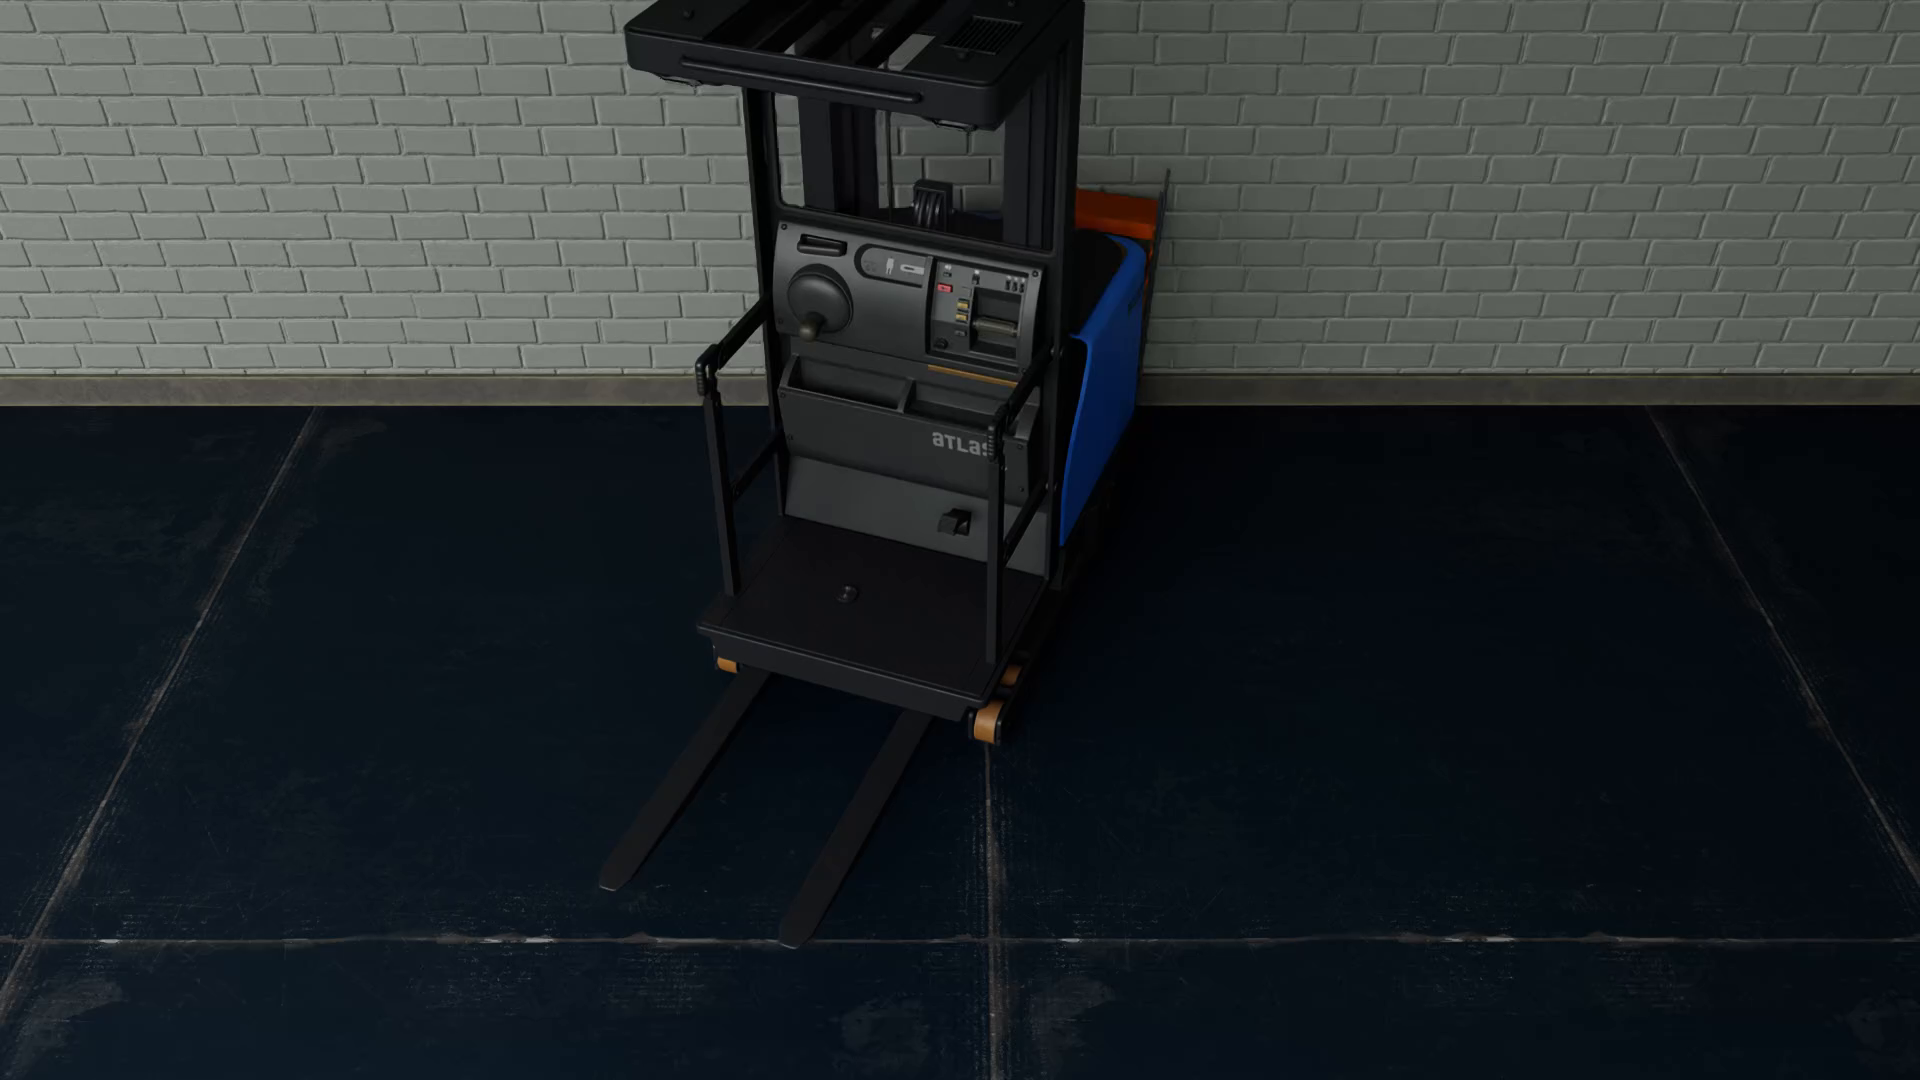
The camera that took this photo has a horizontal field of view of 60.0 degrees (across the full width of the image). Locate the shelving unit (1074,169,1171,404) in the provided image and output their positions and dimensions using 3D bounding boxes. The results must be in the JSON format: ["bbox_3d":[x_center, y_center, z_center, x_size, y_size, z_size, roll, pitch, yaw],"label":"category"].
[{"bbox_3d":[0.542,-0.987,6.994,0.503,1.200,0.258,10,36,8],"label":"shelving unit"}]

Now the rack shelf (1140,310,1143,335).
[{"bbox_3d":[0.538,-0.933,7.034,0.480,0.148,0.258,10,36,8],"label":"rack shelf"}]

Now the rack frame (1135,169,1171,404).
[{"bbox_3d":[0.780,-0.944,6.959,0.015,1.200,0.240,10,36,8],"label":"rack frame"}]

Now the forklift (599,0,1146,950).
[{"bbox_3d":[-0.255,-0.724,5.310,1.130,2.935,3.031,13,41,16],"label":"forklift"}]

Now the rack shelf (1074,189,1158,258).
[{"bbox_3d":[0.565,-1.304,6.763,0.480,0.148,0.258,10,36,8],"label":"rack shelf"}]

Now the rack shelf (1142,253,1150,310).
[{"bbox_3d":[0.551,-1.113,6.902,0.480,0.148,0.258,10,36,8],"label":"rack shelf"}]
